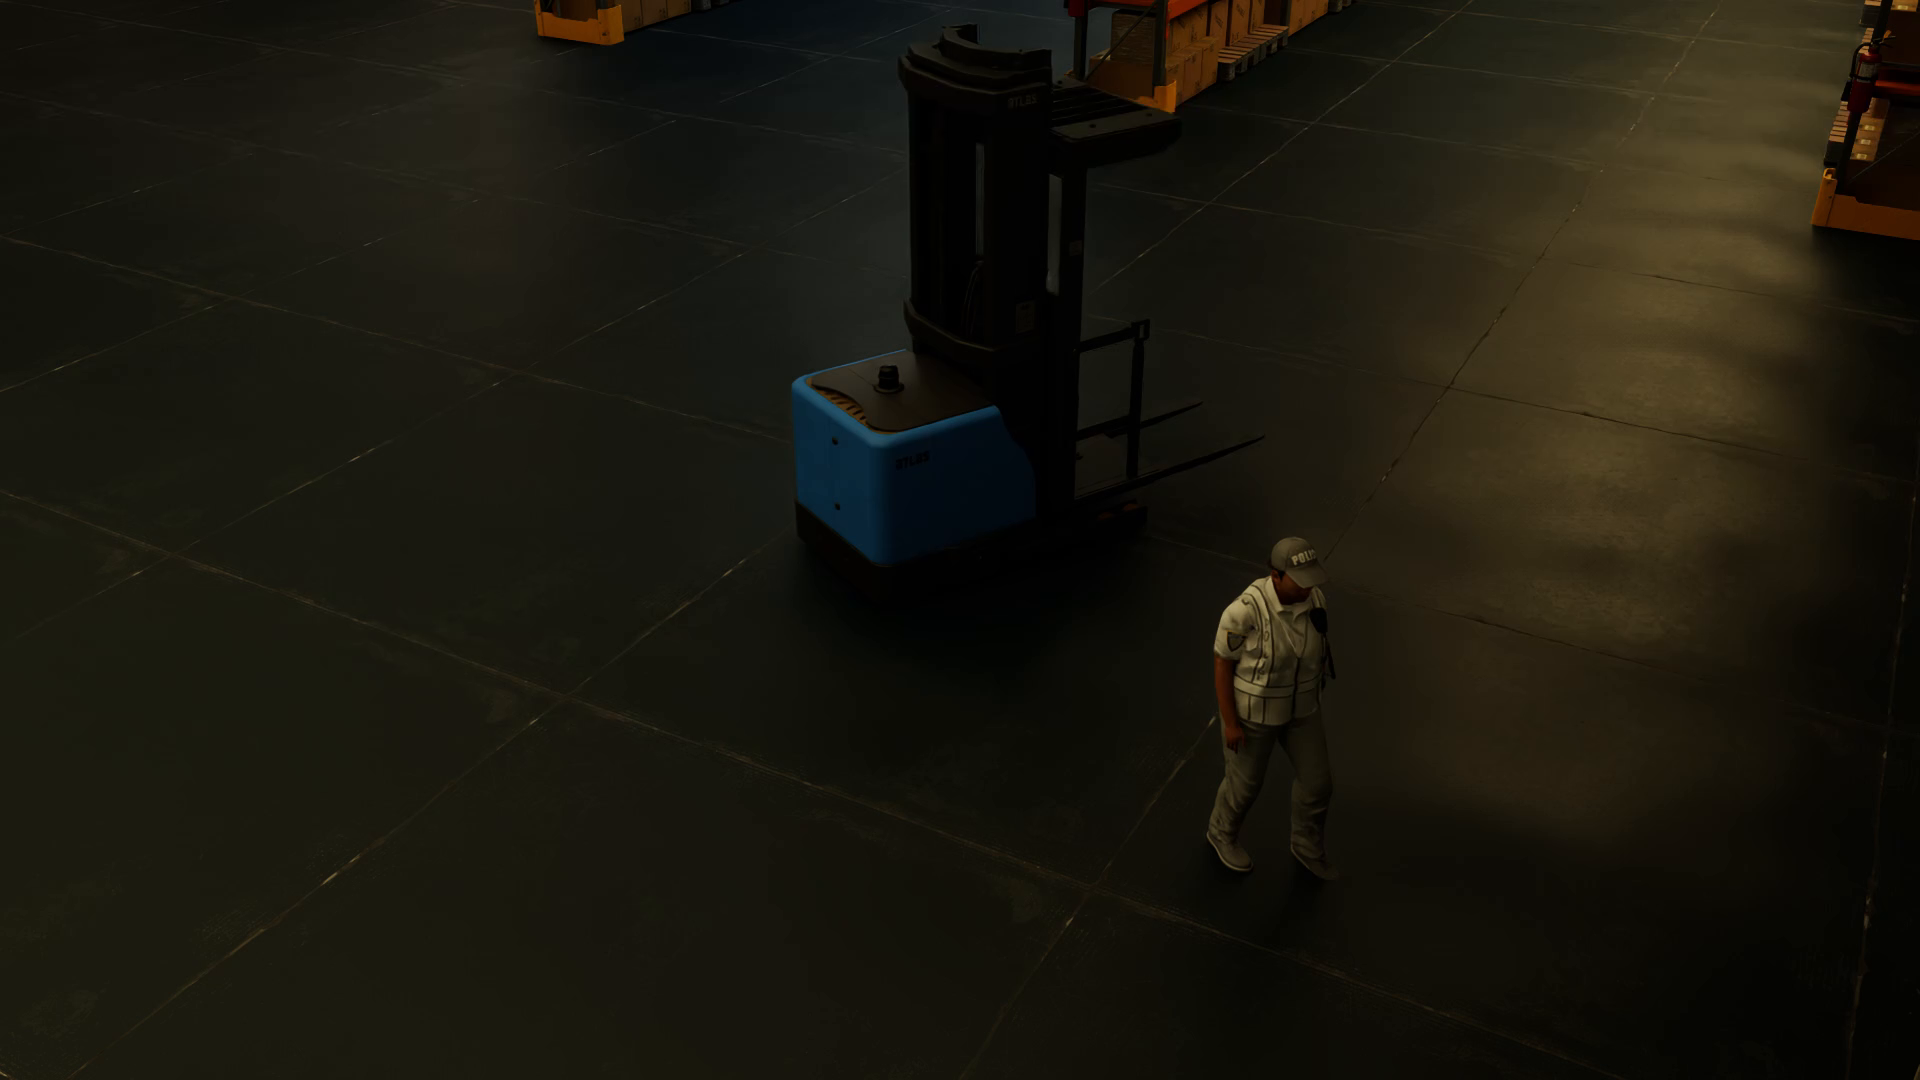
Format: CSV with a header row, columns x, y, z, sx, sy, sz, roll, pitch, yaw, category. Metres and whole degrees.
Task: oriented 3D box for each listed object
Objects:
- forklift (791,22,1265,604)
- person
x,y,z,sx,sy,sz,roll,pitch,yaw,category
0.530,-1.471,9.620,3.031,2.935,1.130,-19,35,-29,forklift
1.366,0.762,7.090,0.577,1.707,0.520,-12,32,-19,person
